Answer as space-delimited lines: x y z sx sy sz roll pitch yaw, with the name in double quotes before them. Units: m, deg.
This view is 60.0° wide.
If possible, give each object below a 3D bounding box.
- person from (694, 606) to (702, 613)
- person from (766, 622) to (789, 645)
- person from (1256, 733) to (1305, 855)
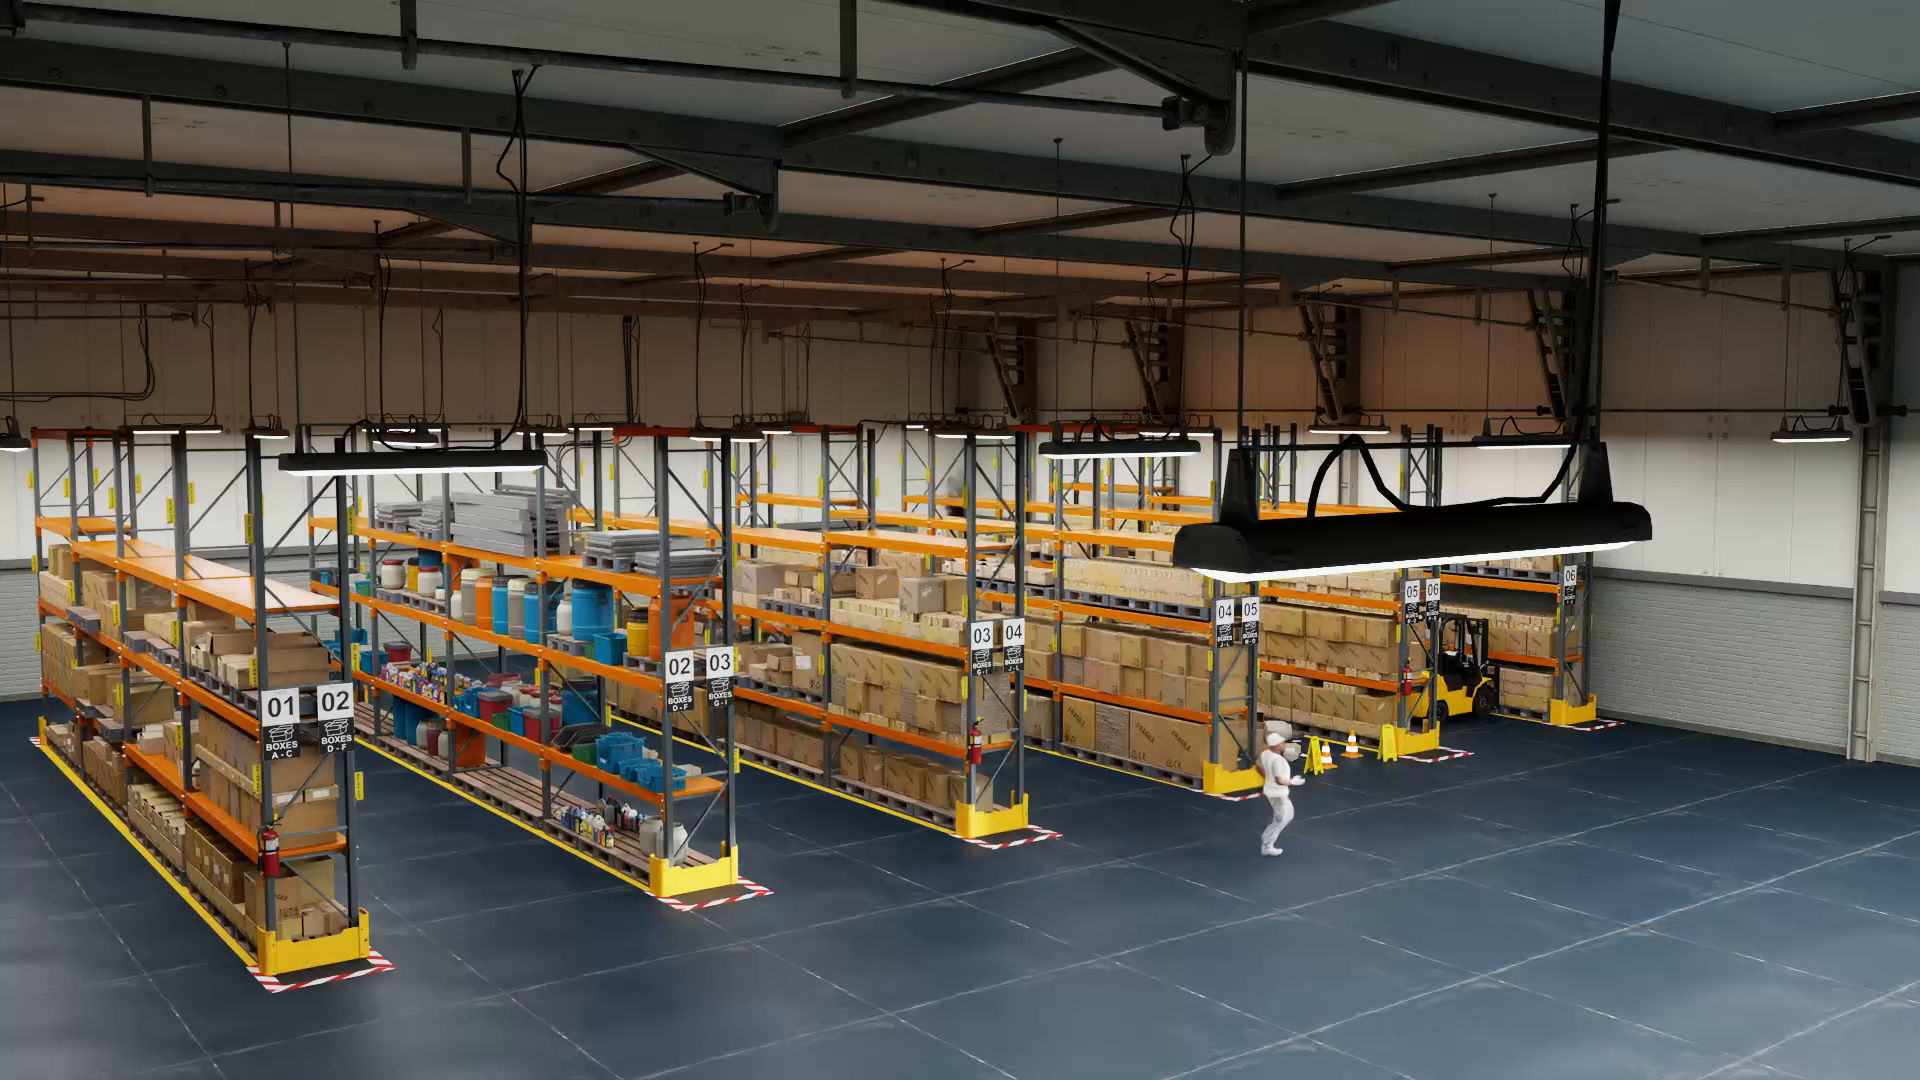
"person" -6.347 2.367 39.794 0.578 1.659 0.886 1 5 10
"person" -3.938 2.640 36.246 0.670 1.694 0.878 -3 6 -36
"person" 4.550 3.594 23.578 0.611 1.743 0.666 0 4 -2
